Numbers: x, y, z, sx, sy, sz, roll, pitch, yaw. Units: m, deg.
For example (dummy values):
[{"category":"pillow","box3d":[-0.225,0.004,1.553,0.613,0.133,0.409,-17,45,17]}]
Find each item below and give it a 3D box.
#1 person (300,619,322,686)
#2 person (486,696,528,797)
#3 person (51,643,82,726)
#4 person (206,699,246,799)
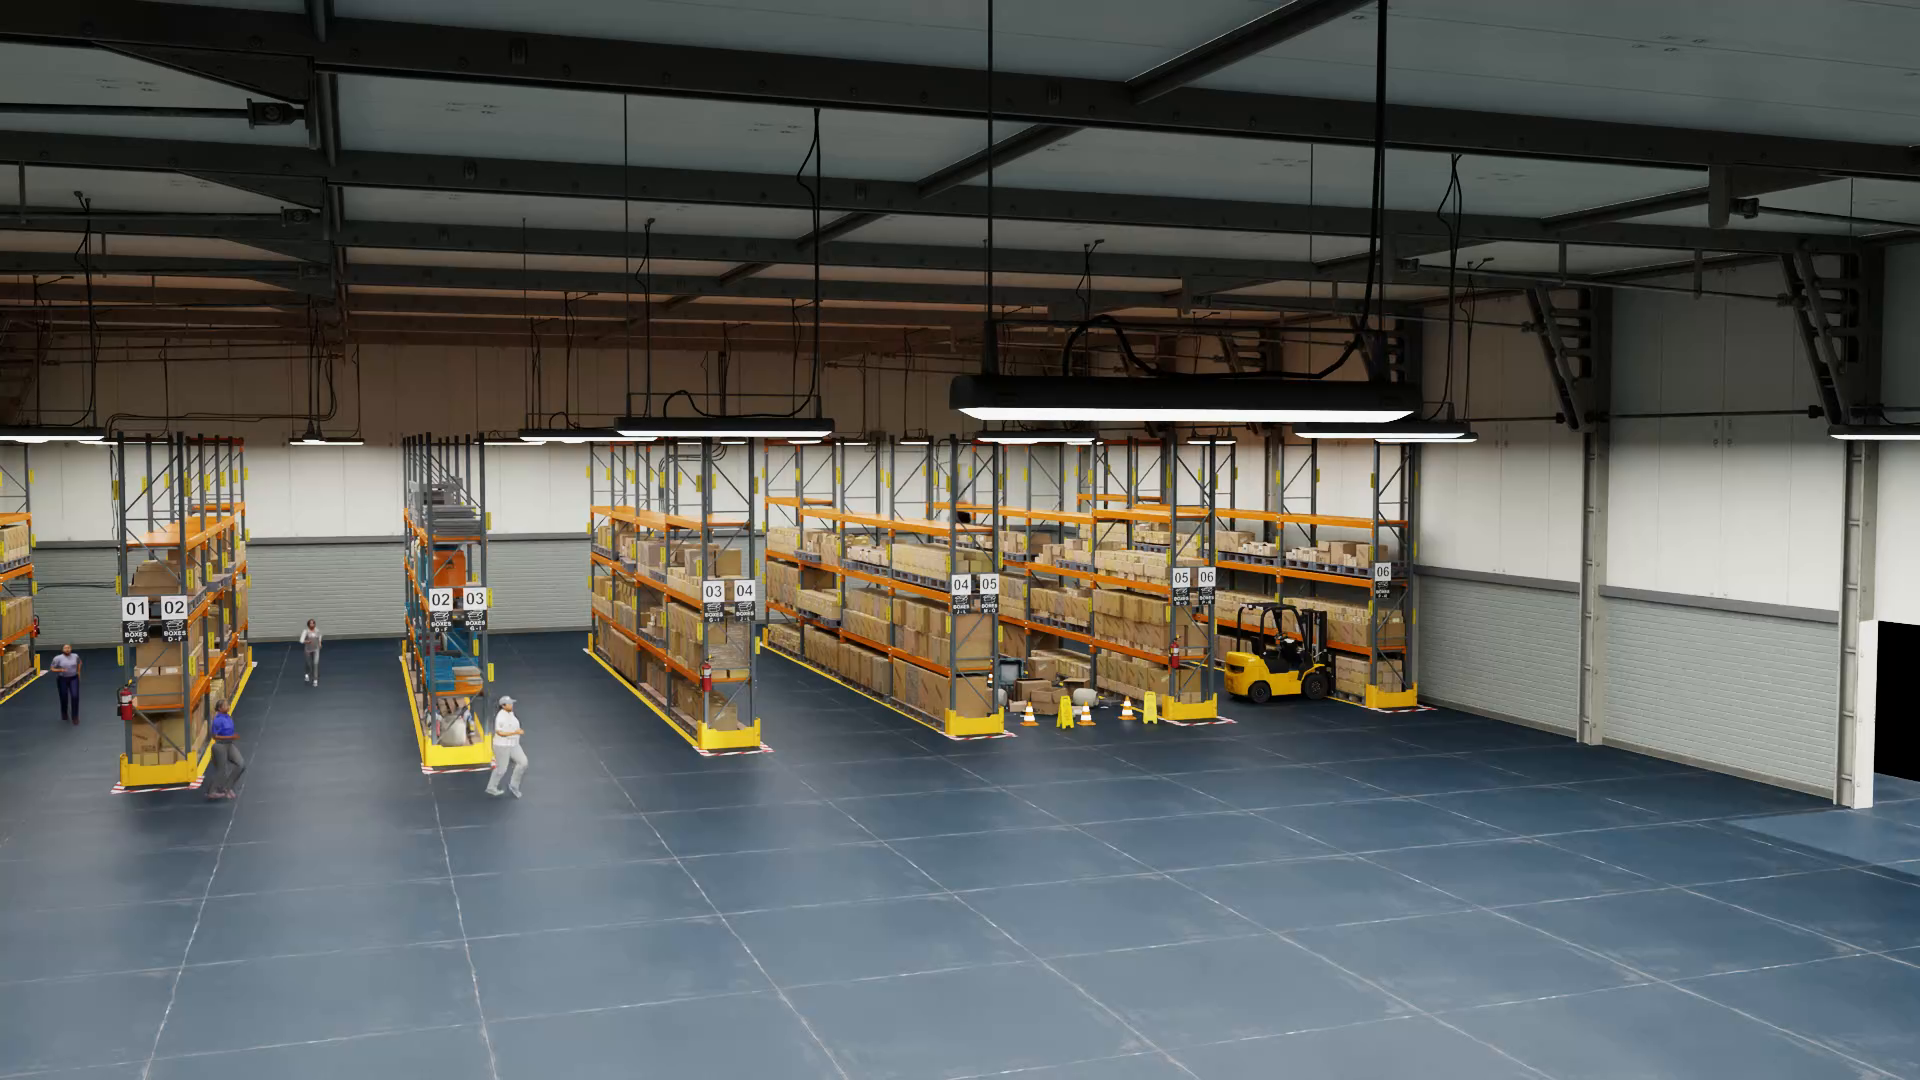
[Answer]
[{"category":"person","box3d":[-15.613,2.697,40.027,0.536,1.560,0.881,-2,4,-33]},{"category":"person","box3d":[-7.407,3.404,27.190,0.722,1.702,0.580,1,3,14]},{"category":"person","box3d":[-18.556,2.988,34.555,0.596,1.663,0.854,-2,4,-32]},{"category":"person","box3d":[-11.921,3.410,26.998,0.689,1.667,0.548,1,3,9]}]
